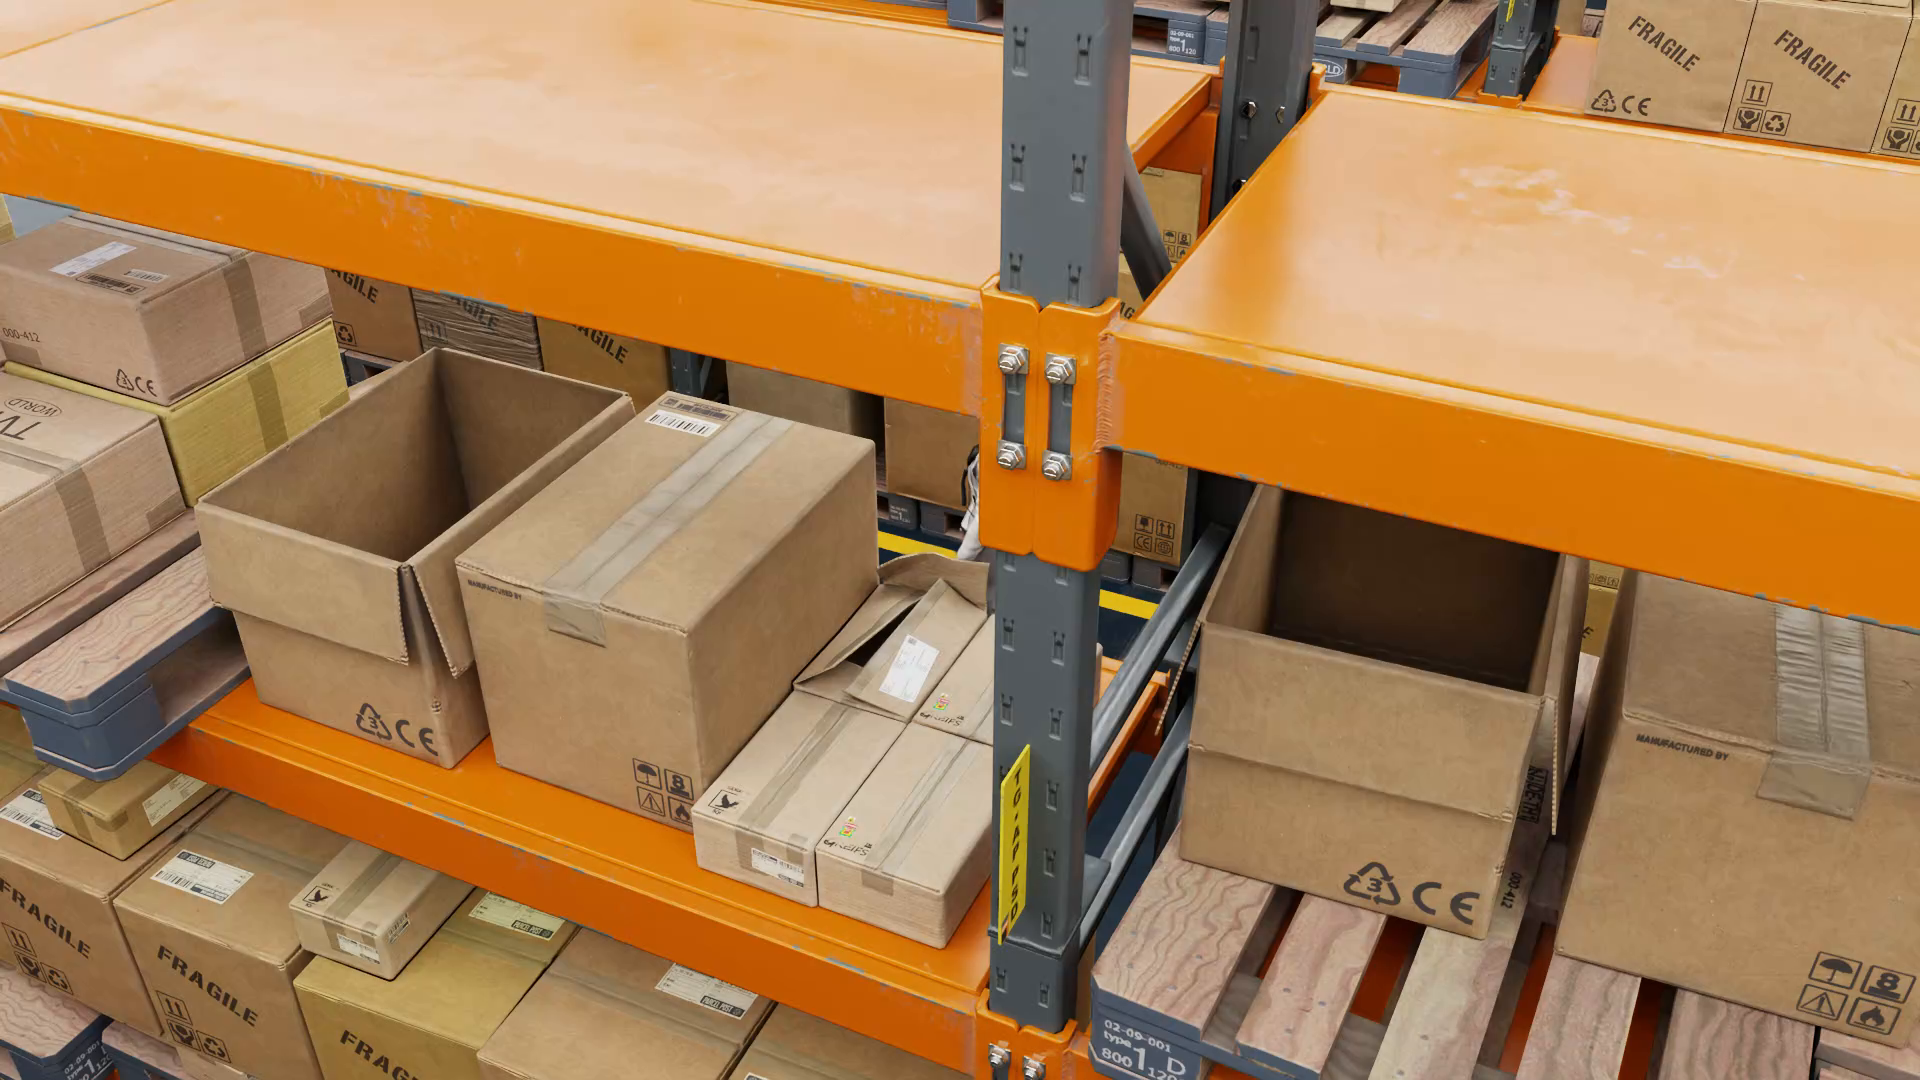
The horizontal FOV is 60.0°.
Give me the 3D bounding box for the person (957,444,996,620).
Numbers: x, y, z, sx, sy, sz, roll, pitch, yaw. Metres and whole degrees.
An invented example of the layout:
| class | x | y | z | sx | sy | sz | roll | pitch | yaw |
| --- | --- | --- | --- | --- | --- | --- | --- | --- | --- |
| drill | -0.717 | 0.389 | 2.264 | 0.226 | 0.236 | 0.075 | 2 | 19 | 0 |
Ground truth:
| class | x | y | z | sx | sy | sz | roll | pitch | yaw |
| --- | --- | --- | --- | --- | --- | --- | --- | --- | --- |
| person | 0.107 | -0.052 | 7.511 | 0.532 | 1.695 | 0.586 | 14 | 37 | 20 |
